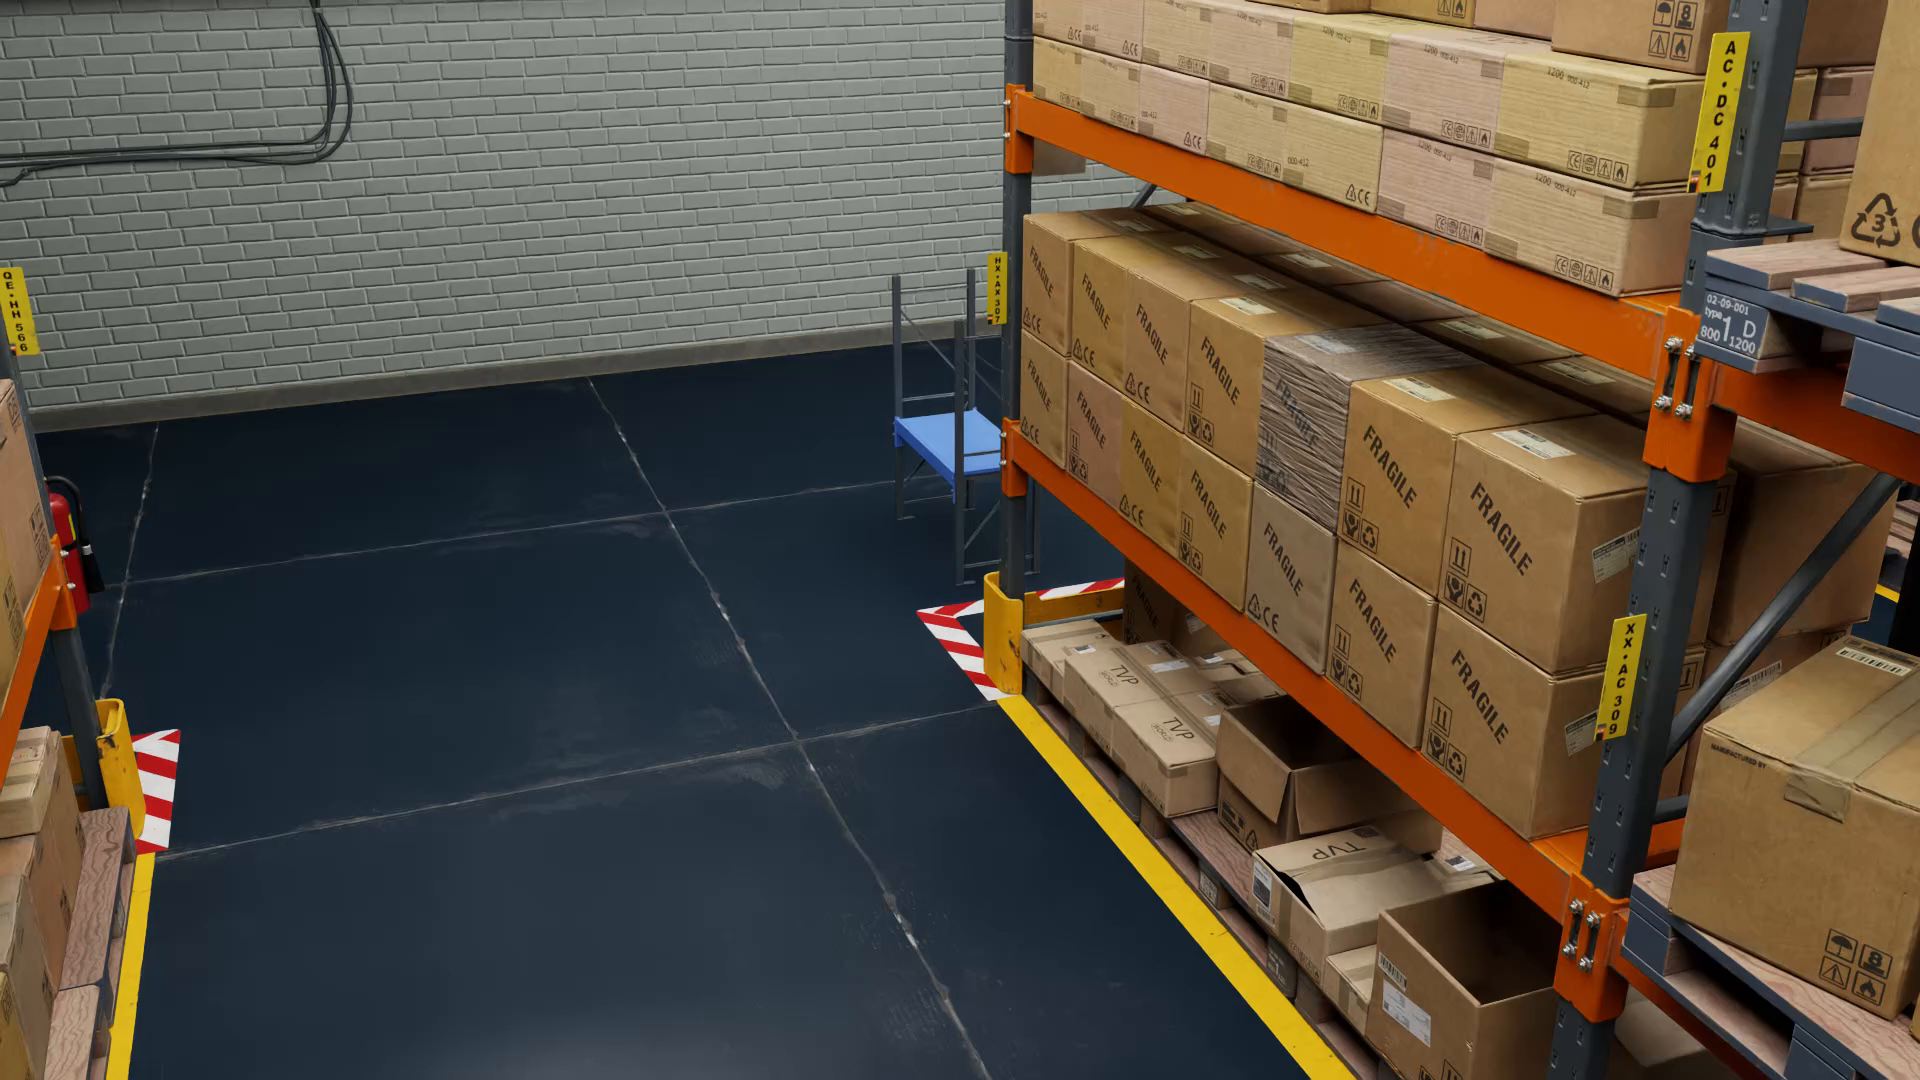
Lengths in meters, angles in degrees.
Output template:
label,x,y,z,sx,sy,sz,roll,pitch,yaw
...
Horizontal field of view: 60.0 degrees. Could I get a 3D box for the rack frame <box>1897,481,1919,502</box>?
label,x,y,z,sx,sy,sz,roll,pitch,yaw
rack frame,5.313,-1.479,9.396,1.000,3.000,0.127,-8,24,-19

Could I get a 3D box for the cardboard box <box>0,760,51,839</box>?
label,x,y,z,sx,sy,sz,roll,pitch,yaw
cardboard box,-3.308,0.895,5.606,0.380,0.149,0.250,-8,24,-18

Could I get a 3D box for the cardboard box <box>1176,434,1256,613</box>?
label,x,y,z,sx,sy,sz,roll,pitch,yaw
cardboard box,1.124,-0.098,5.991,0.500,0.500,0.500,-8,24,-18

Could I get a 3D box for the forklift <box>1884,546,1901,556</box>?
label,x,y,z,sx,sy,sz,roll,pitch,yaw
forklift,3.680,-1.315,9.096,3.031,2.935,1.130,5,23,11

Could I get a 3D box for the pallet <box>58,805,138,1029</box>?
label,x,y,z,sx,sy,sz,roll,pitch,yaw
pallet,-3.600,1.446,6.049,1.003,0.211,1.213,-8,24,-19

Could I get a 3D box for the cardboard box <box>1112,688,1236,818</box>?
label,x,y,z,sx,sy,sz,roll,pitch,yaw
cardboard box,0.957,0.864,6.812,0.500,0.250,0.500,-8,24,-19

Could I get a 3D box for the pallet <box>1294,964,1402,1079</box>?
label,x,y,z,sx,sy,sz,roll,pitch,yaw
pallet,1.849,1.689,5.472,1.003,0.211,1.213,-8,24,-19

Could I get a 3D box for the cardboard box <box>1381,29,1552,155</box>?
label,x,y,z,sx,sy,sz,roll,pitch,yaw
cardboard box,1.491,-1.212,4.451,0.500,0.250,0.500,-8,24,-19

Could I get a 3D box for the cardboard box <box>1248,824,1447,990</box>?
label,x,y,z,sx,sy,sz,roll,pitch,yaw
cardboard box,1.359,1.249,5.821,0.500,0.311,0.500,-8,24,-19

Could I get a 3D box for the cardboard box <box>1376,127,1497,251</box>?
label,x,y,z,sx,sy,sz,roll,pitch,yaw
cardboard box,1.503,-0.983,4.552,0.500,0.250,0.500,-8,24,-19

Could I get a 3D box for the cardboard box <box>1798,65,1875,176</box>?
label,x,y,z,sx,sy,sz,roll,pitch,yaw
cardboard box,2.151,-1.101,4.188,0.500,0.250,0.500,-8,24,-19

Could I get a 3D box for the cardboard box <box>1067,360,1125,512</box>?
label,x,y,z,sx,sy,sz,roll,pitch,yaw
cardboard box,0.775,-0.462,6.856,0.500,0.500,0.500,-9,24,-20

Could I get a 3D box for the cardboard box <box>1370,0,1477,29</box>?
label,x,y,z,sx,sy,sz,roll,pitch,yaw
cardboard box,1.657,-1.789,4.855,0.700,0.500,0.500,-8,24,-19

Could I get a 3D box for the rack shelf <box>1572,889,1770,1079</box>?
label,x,y,z,sx,sy,sz,roll,pitch,yaw
rack shelf,2.797,1.711,2.754,1.077,0.370,4.000,-8,24,-19

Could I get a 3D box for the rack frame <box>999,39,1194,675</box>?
label,x,y,z,sx,sy,sz,roll,pitch,yaw
rack frame,0.677,-0.800,7.787,1.000,3.000,0.127,-8,24,-19

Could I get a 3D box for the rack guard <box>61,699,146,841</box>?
label,x,y,z,sx,sy,sz,roll,pitch,yaw
rack guard,-3.964,1.024,6.677,1.175,0.500,0.348,-8,24,-19

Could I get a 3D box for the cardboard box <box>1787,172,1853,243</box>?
label,x,y,z,sx,sy,sz,roll,pitch,yaw
cardboard box,2.150,-0.871,4.285,0.500,0.250,0.500,-8,24,-19

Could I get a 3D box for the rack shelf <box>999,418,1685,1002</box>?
label,x,y,z,sx,sy,sz,roll,pitch,yaw
rack shelf,1.384,0.258,6.202,1.077,0.370,4.000,-8,24,-19

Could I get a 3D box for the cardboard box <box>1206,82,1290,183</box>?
label,x,y,z,sx,sy,sz,roll,pitch,yaw
cardboard box,1.146,-1.346,5.413,0.500,0.250,0.500,-8,24,-19

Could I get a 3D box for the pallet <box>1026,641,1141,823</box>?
label,x,y,z,sx,sy,sz,roll,pitch,yaw
pallet,0.987,0.802,7.576,1.003,0.211,1.213,-8,24,-19

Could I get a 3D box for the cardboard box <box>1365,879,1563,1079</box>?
label,x,y,z,sx,sy,sz,roll,pitch,yaw
cardboard box,1.624,1.434,5.137,0.500,0.500,0.500,-8,24,-19

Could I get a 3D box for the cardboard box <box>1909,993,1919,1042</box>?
label,x,y,z,sx,sy,sz,roll,pitch,yaw
cardboard box,2.351,0.857,3.184,0.700,0.500,0.500,-5,23,-11

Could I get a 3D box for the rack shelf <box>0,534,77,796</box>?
label,x,y,z,sx,sy,sz,roll,pitch,yaw
rack shelf,-3.249,0.939,4.586,1.077,0.370,4.000,-8,24,-19

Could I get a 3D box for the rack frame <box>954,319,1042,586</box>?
label,x,y,z,sx,sy,sz,roll,pitch,yaw
rack frame,0.210,-0.475,8.947,0.500,1.500,0.032,-8,24,-19

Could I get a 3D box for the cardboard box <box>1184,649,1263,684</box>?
label,x,y,z,sx,sy,sz,roll,pitch,yaw
cardboard box,1.159,0.626,7.485,0.380,0.166,0.250,-8,24,-19

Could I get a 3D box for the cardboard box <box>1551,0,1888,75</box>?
label,x,y,z,sx,sy,sz,roll,pitch,yaw
cardboard box,1.883,-1.407,3.949,0.700,0.500,0.500,-8,24,-19

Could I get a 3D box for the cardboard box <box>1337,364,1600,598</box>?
label,x,y,z,sx,sy,sz,roll,pitch,yaw
cardboard box,1.486,-0.188,4.917,0.500,0.500,0.500,-9,24,-20

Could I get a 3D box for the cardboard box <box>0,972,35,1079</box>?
label,x,y,z,sx,sy,sz,roll,pitch,yaw
cardboard box,-3.064,1.637,4.682,0.700,0.500,0.500,-8,24,-18

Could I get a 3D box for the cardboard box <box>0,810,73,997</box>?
label,x,y,z,sx,sy,sz,roll,pitch,yaw
cardboard box,-3.438,1.262,5.573,0.700,0.500,0.500,-8,24,-19

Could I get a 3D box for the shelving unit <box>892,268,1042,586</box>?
label,x,y,z,sx,sy,sz,roll,pitch,yaw
shelving unit,0.030,-0.660,9.385,0.538,1.500,1.048,-8,24,-19

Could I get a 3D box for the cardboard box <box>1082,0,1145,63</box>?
label,x,y,z,sx,sy,sz,roll,pitch,yaw
cardboard box,0.785,-1.939,6.175,0.500,0.250,0.500,-8,24,-19

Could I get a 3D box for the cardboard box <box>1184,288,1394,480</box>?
label,x,y,z,sx,sy,sz,roll,pitch,yaw
cardboard box,1.132,-0.554,5.786,0.500,0.500,0.500,-9,24,-19

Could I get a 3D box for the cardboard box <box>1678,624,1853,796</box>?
label,x,y,z,sx,sy,sz,roll,pitch,yaw
cardboard box,2.165,0.384,4.847,0.500,0.500,0.500,-8,24,-18

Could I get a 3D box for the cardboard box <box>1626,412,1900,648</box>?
label,x,y,z,sx,sy,sz,roll,pitch,yaw
cardboard box,2.187,-0.064,4.623,0.500,0.500,0.500,-8,24,-18

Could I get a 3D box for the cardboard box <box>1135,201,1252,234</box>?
label,x,y,z,sx,sy,sz,roll,pitch,yaw
cardboard box,1.092,-1.183,7.279,0.500,0.500,0.500,-9,24,-19

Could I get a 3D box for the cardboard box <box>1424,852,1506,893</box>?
label,x,y,z,sx,sy,sz,roll,pitch,yaw
cardboard box,1.830,1.261,5.978,0.380,0.166,0.250,-8,24,-19

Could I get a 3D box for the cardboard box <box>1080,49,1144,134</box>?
label,x,y,z,sx,sy,sz,roll,pitch,yaw
cardboard box,0.786,-1.708,6.272,0.500,0.250,0.500,-8,24,-19

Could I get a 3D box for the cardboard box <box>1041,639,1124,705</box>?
label,x,y,z,sx,sy,sz,roll,pitch,yaw
cardboard box,0.592,0.593,7.563,0.380,0.166,0.250,-8,24,-19

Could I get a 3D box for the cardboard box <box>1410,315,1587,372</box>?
label,x,y,z,sx,sy,sz,roll,pitch,yaw
cardboard box,1.823,-0.438,5.510,0.500,0.500,0.500,-9,25,-21

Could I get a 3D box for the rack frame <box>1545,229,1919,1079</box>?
label,x,y,z,sx,sy,sz,roll,pitch,yaw
rack frame,2.090,0.653,4.338,1.000,3.000,0.127,-8,24,-19

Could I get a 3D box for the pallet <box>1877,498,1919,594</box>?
label,x,y,z,sx,sy,sz,roll,pitch,yaw
pallet,5.568,0.111,9.214,1.003,0.211,1.213,-8,24,-19

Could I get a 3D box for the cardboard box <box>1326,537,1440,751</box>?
label,x,y,z,sx,sy,sz,roll,pitch,yaw
cardboard box,1.490,0.273,5.110,0.500,0.500,0.500,-8,24,-17

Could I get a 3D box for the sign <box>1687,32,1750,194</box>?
label,x,y,z,sx,sy,sz,roll,pitch,yaw
sign,1.585,-0.890,3.472,0.100,0.325,0.005,-8,24,-19

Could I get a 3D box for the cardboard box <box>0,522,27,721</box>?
label,x,y,z,sx,sy,sz,roll,pitch,yaw
cardboard box,-3.499,0.189,5.053,0.980,0.700,0.700,-9,24,-19

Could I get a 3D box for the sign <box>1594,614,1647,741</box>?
label,x,y,z,sx,sy,sz,roll,pitch,yaw
sign,1.585,0.331,3.987,0.100,0.325,0.005,-8,24,-19

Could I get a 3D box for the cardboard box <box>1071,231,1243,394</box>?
label,x,y,z,sx,sy,sz,roll,pitch,yaw
cardboard box,0.779,-0.921,6.656,0.500,0.500,0.500,-8,24,-18

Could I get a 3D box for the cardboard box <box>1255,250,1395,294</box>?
label,x,y,z,sx,sy,sz,roll,pitch,yaw
cardboard box,1.459,-0.812,6.398,0.500,0.500,0.500,-8,24,-18

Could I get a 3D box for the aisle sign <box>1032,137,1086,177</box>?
label,x,y,z,sx,sy,sz,roll,pitch,yaw
aisle sign,0.379,-1.983,7.245,0.394,0.787,0.004,-8,24,-19

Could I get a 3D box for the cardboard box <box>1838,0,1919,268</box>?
label,x,y,z,sx,sy,sz,roll,pitch,yaw
cardboard box,2.199,-0.822,3.177,0.600,0.600,0.600,-11,25,-24

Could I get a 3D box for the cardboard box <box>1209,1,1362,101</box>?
label,x,y,z,sx,sy,sz,roll,pitch,yaw
cardboard box,1.141,-1.576,5.314,0.500,0.250,0.500,-8,24,-19
